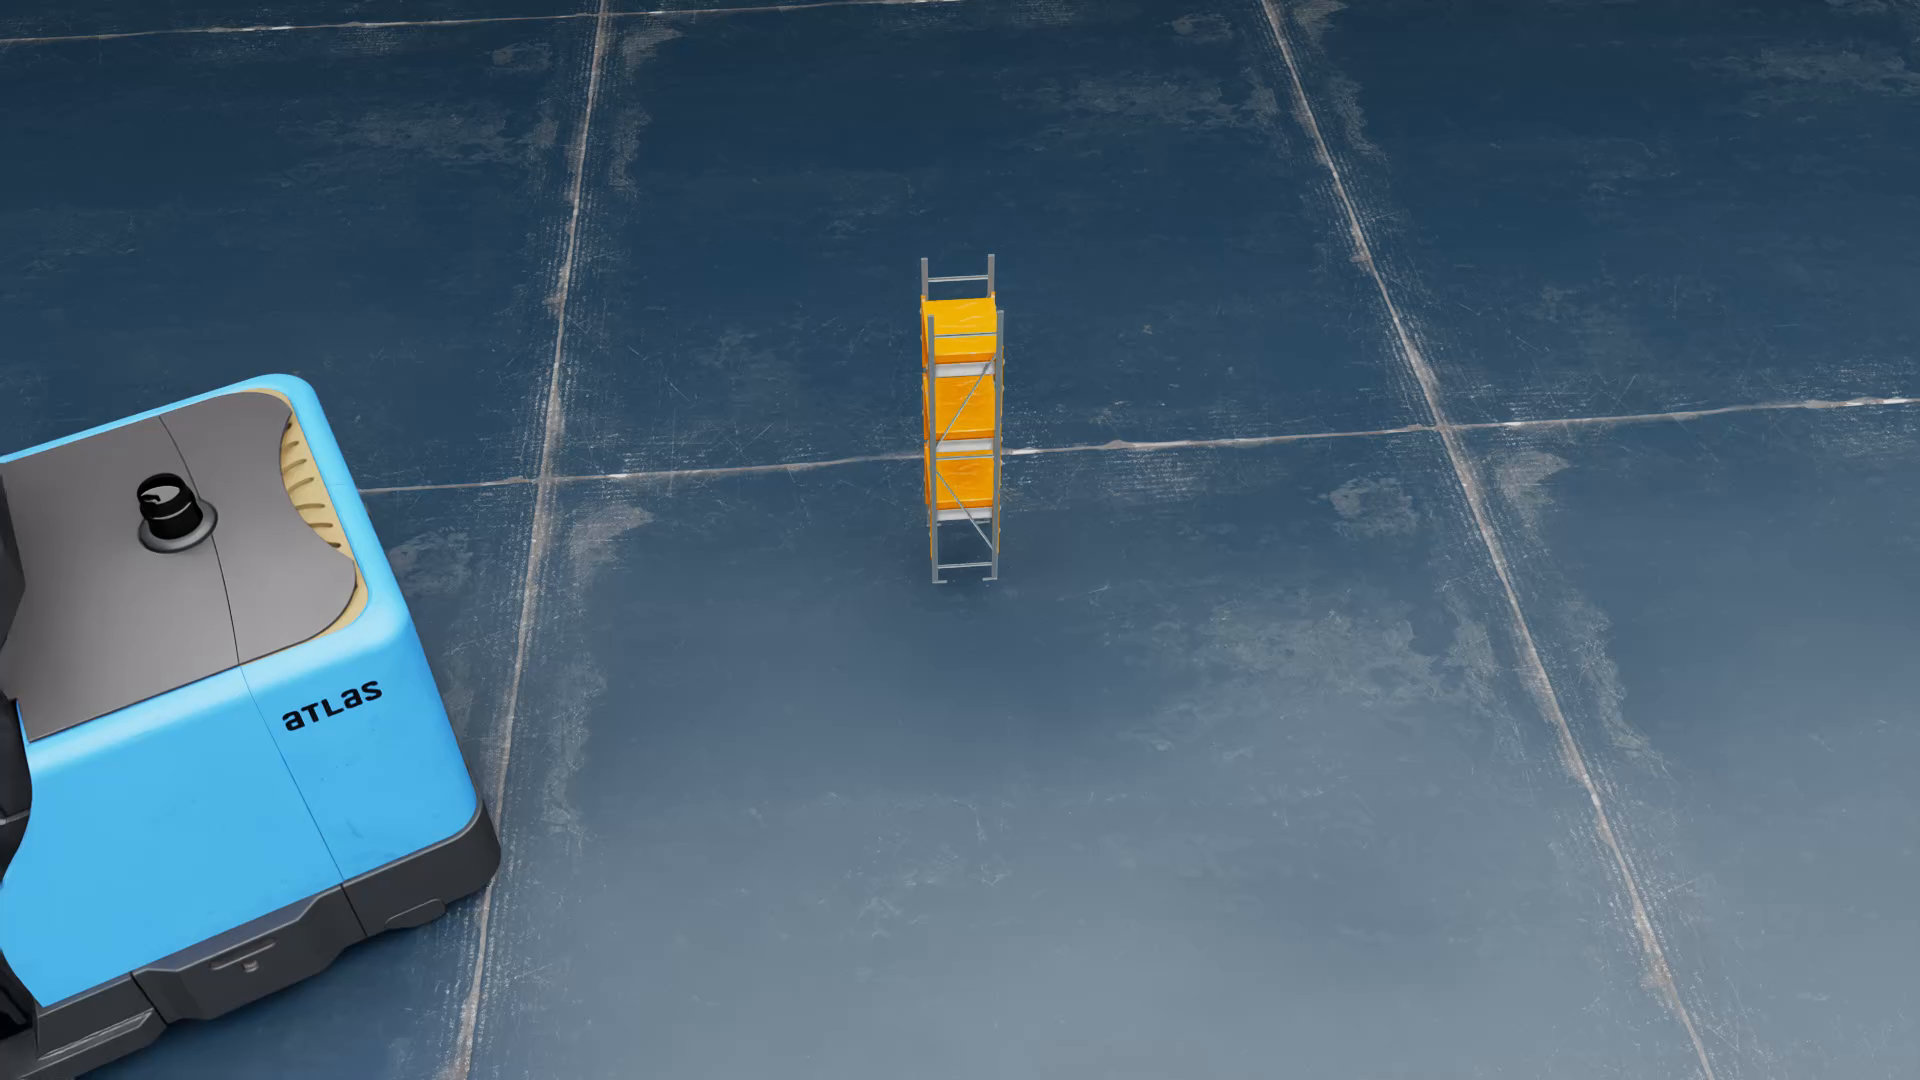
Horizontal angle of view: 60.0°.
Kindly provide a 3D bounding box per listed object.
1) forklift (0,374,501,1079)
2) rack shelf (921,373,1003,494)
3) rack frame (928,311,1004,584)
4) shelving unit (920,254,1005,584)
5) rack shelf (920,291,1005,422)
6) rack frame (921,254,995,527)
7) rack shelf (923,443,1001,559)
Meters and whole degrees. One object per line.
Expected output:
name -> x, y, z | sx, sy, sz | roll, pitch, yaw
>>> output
forklift -> -2.743, 0.112, 3.125 | 3.031, 2.935, 1.130 | -22, 50, -19
rack shelf -> 0.004, -0.315, 4.840 | 0.215, 0.259, 0.240 | -3, 47, -3
rack frame -> 0.015, -0.234, 4.749 | 0.200, 1.050, 0.008 | -3, 47, -3
shelving unit -> 0.004, -0.322, 4.832 | 0.215, 1.050, 0.252 | -3, 47, -3
rack shelf -> 0.004, -0.510, 4.634 | 0.215, 0.259, 0.240 | -3, 47, -3
rack frame -> -0.006, -0.411, 4.916 | 0.200, 1.050, 0.008 | -3, 47, -3
rack shelf -> 0.004, -0.124, 5.042 | 0.215, 0.259, 0.240 | -3, 47, -3
